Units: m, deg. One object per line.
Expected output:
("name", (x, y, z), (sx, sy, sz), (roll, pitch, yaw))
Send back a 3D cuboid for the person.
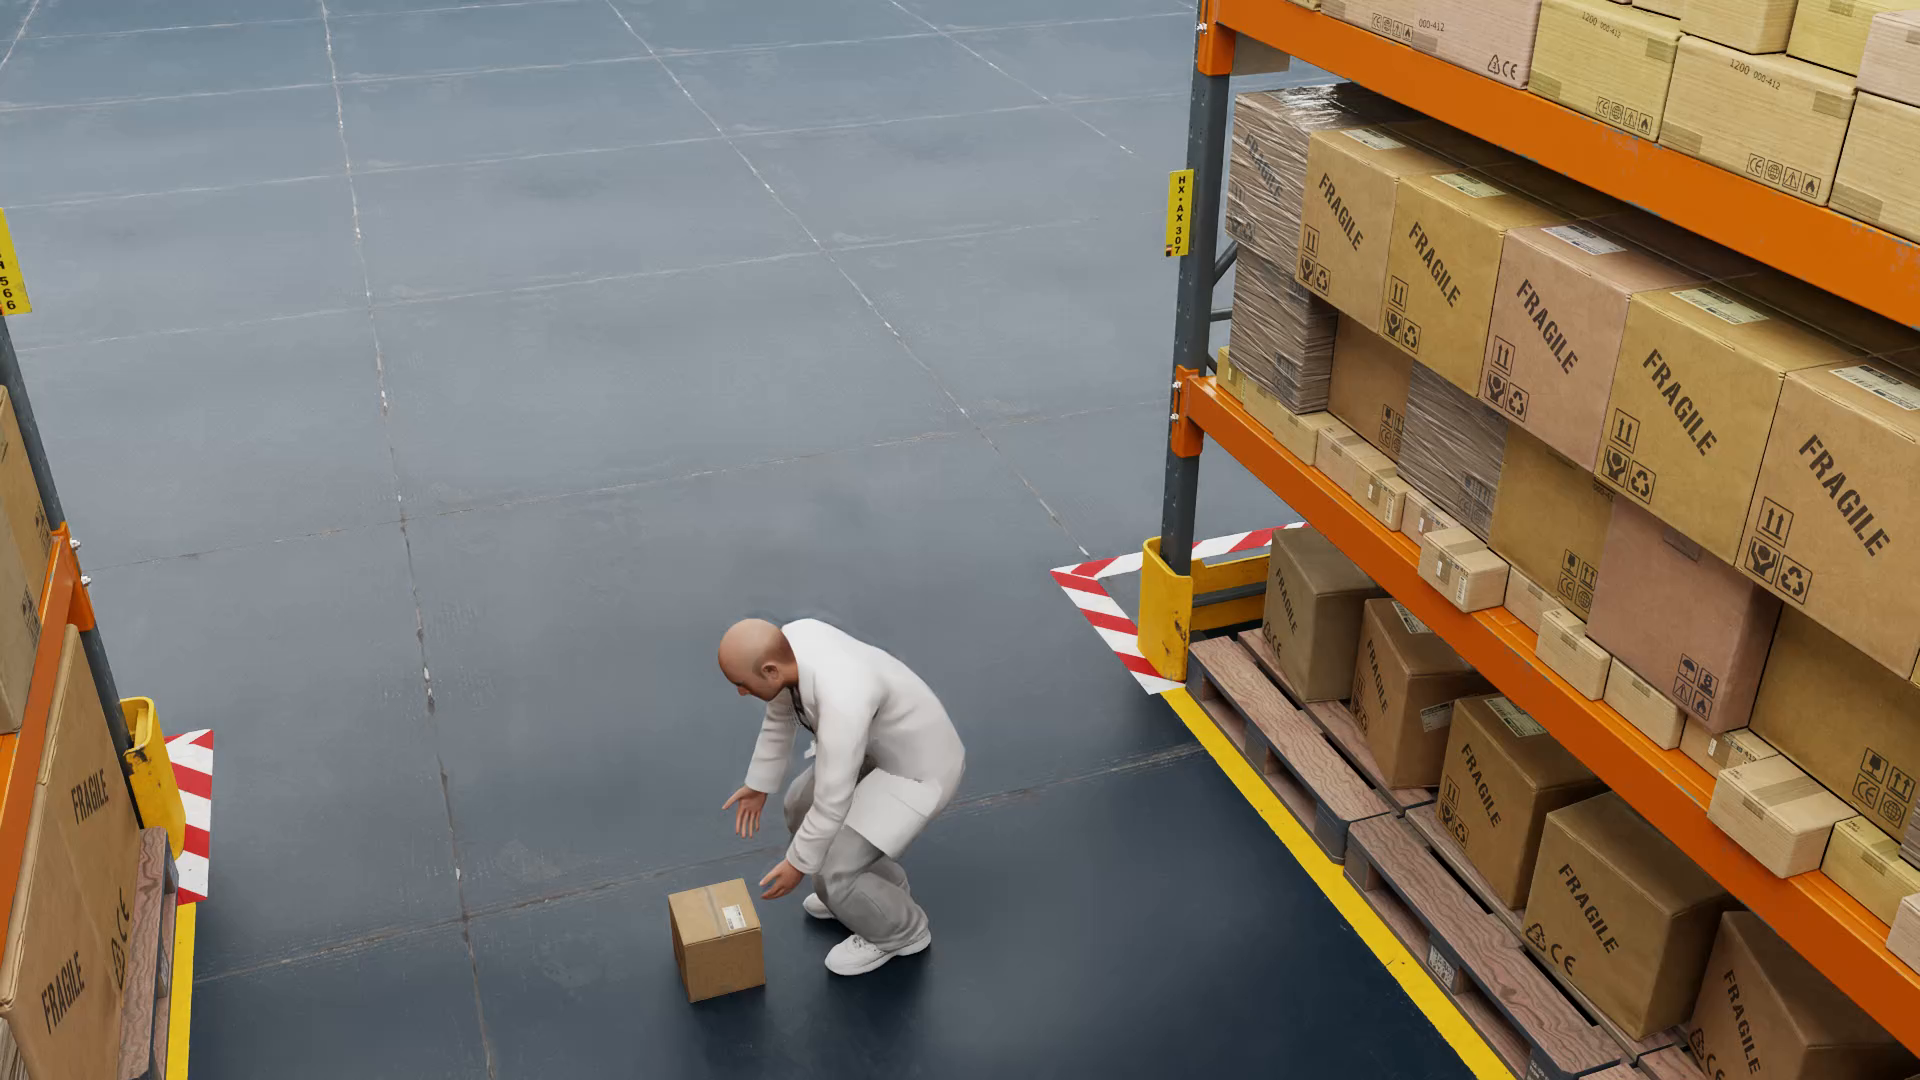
("person", (-0.349, 0.764, 5.246), (0.767, 1.332, 0.634), (-10, 31, -17))
